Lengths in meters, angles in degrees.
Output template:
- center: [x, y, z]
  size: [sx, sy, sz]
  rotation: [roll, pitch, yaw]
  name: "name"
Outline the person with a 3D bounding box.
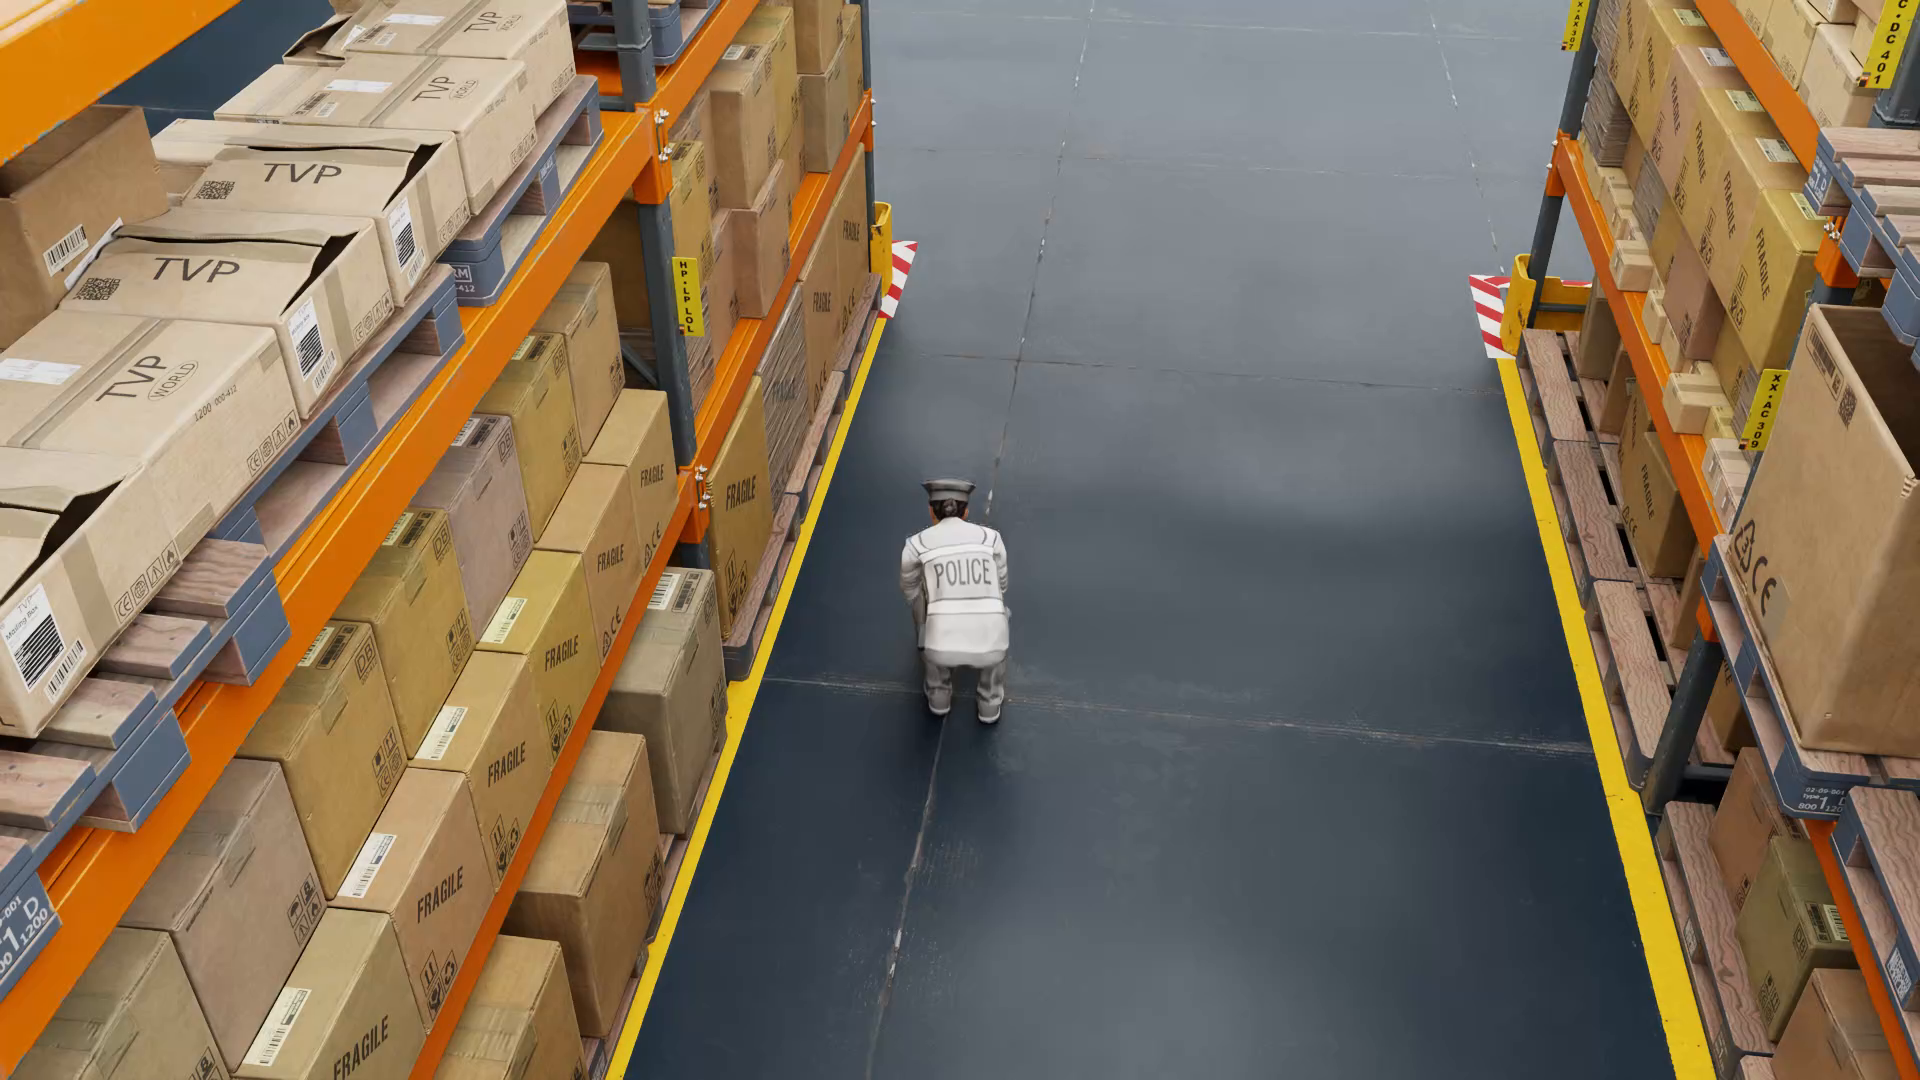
- center: [-0.019, 0.275, 7.262]
  size: [0.499, 0.961, 0.849]
  rotation: [0, 36, 0]
  name: "person"
